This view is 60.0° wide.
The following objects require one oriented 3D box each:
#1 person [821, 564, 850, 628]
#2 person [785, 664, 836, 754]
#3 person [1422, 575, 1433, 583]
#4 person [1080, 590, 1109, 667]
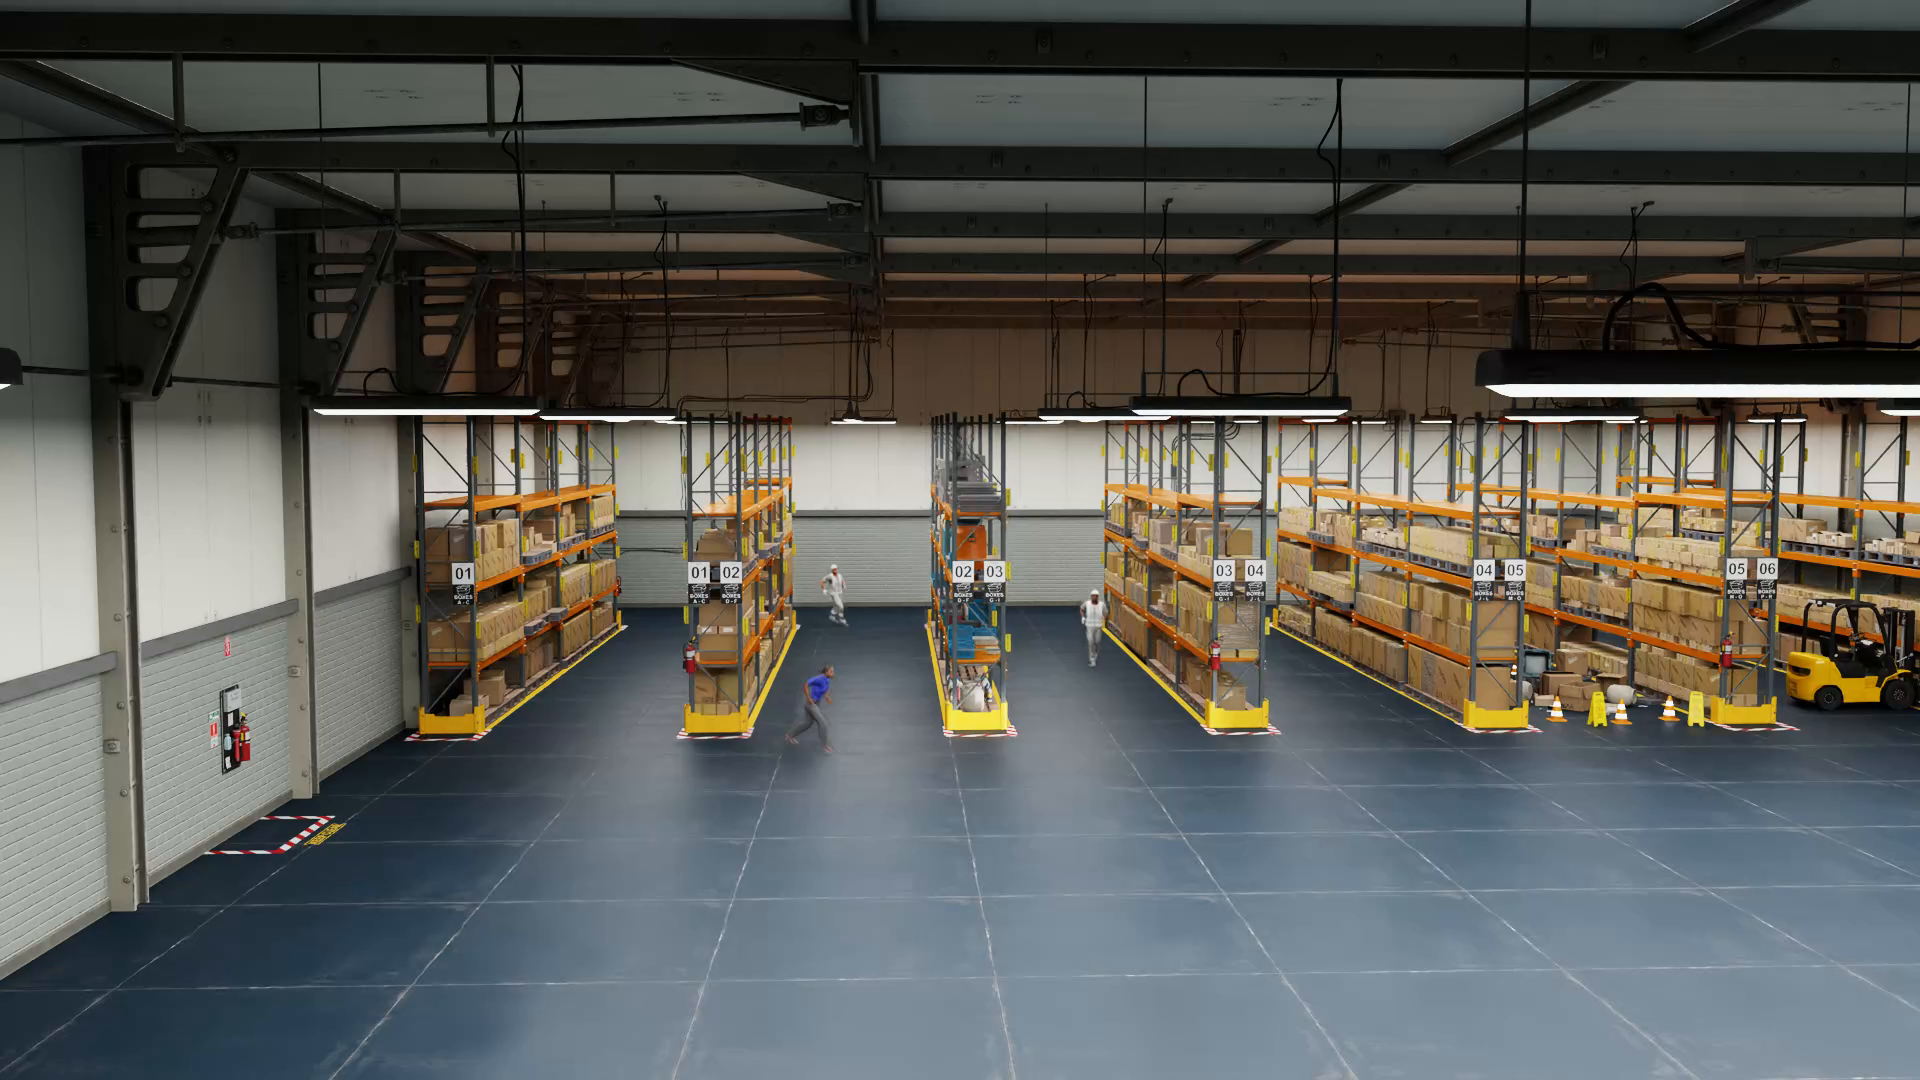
[{"bbox_3d":[-3.587,1.595,47.626,0.878,1.812,0.699,3,5,40],"label":"person"},{"bbox_3d":[-2.654,2.967,29.281,0.979,1.615,0.613,2,4,23],"label":"person"},{"bbox_3d":[13.823,1.563,49.201,0.562,1.664,0.564,0,4,0],"label":"person"},{"bbox_3d":[3.239,2.095,40.019,0.680,1.794,0.990,0,4,0],"label":"person"}]
